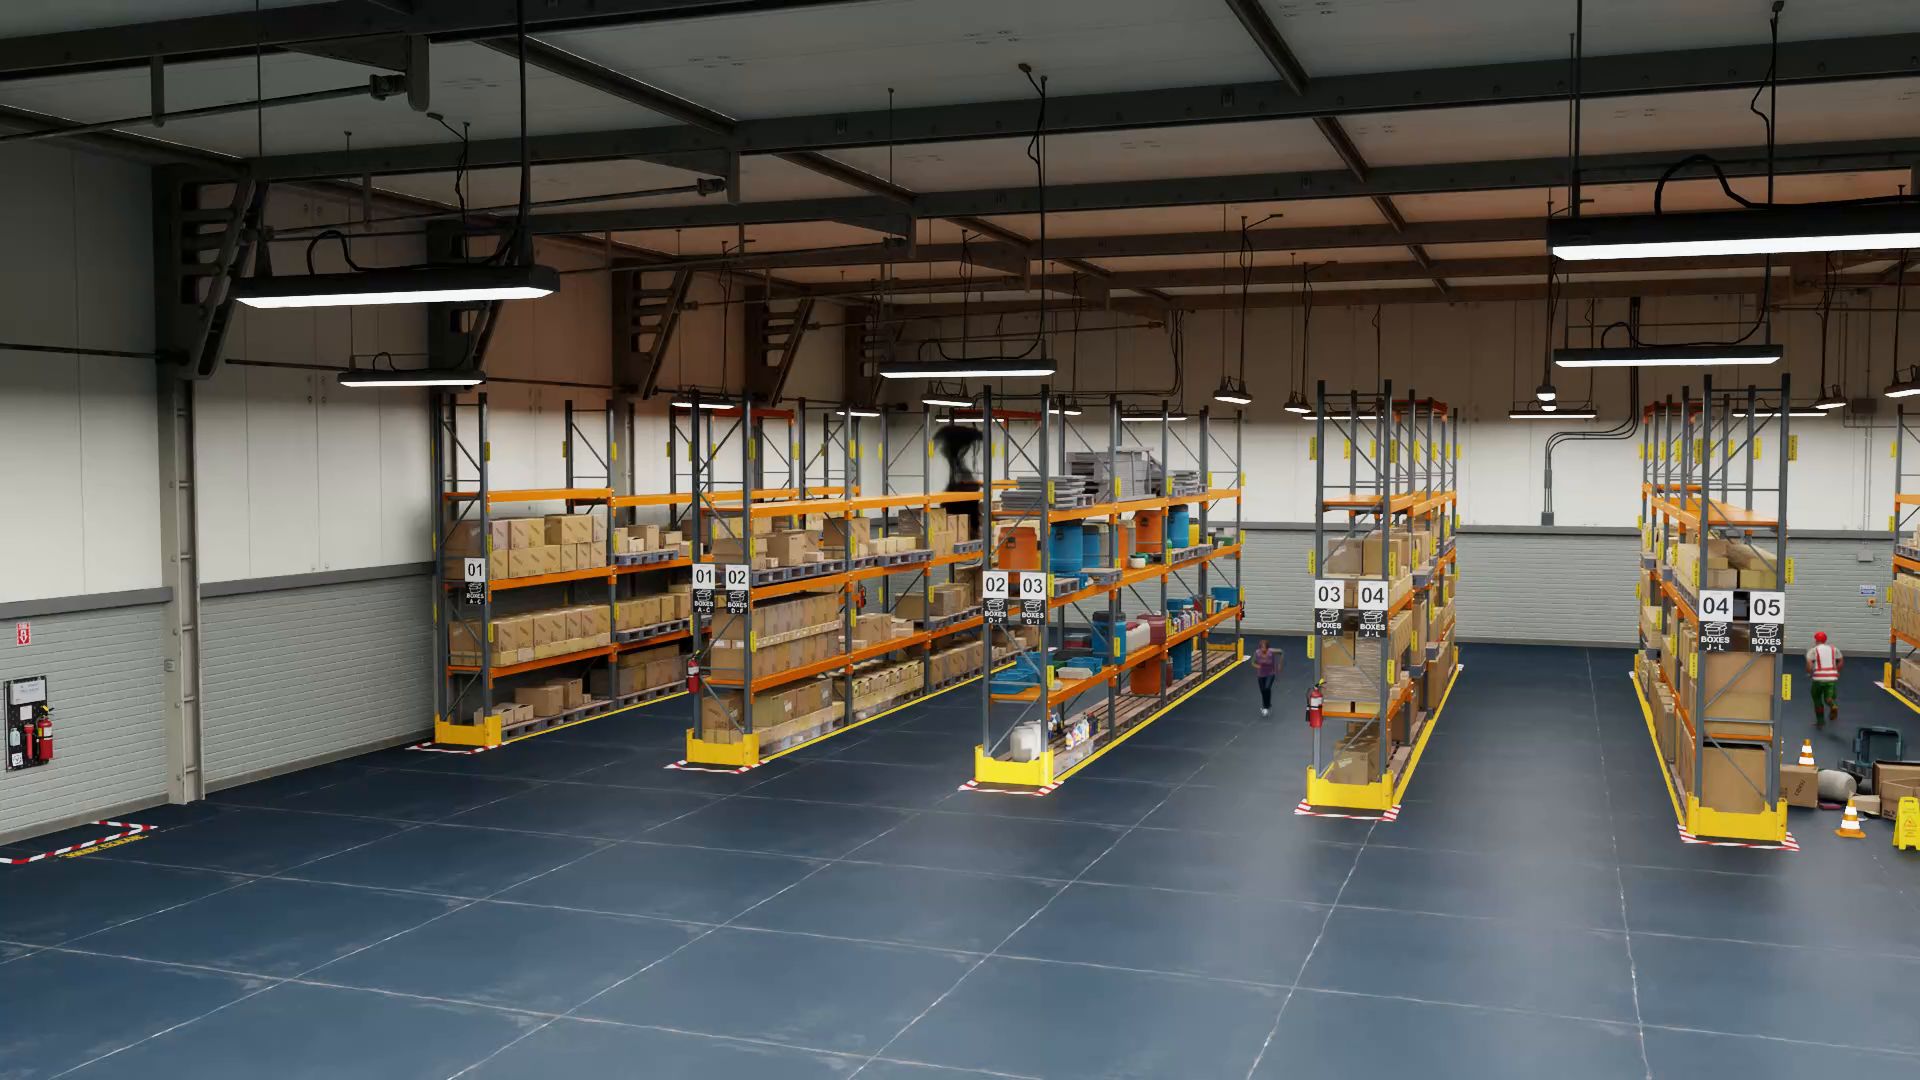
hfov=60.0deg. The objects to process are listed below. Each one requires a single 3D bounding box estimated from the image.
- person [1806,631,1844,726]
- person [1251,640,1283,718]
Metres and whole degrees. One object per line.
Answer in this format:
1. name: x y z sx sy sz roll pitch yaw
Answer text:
1. person: 15.602 2.550 29.991 0.662 1.769 0.979 1 3 10
2. person: 5.802 2.604 31.392 0.578 1.496 0.902 1 3 17
